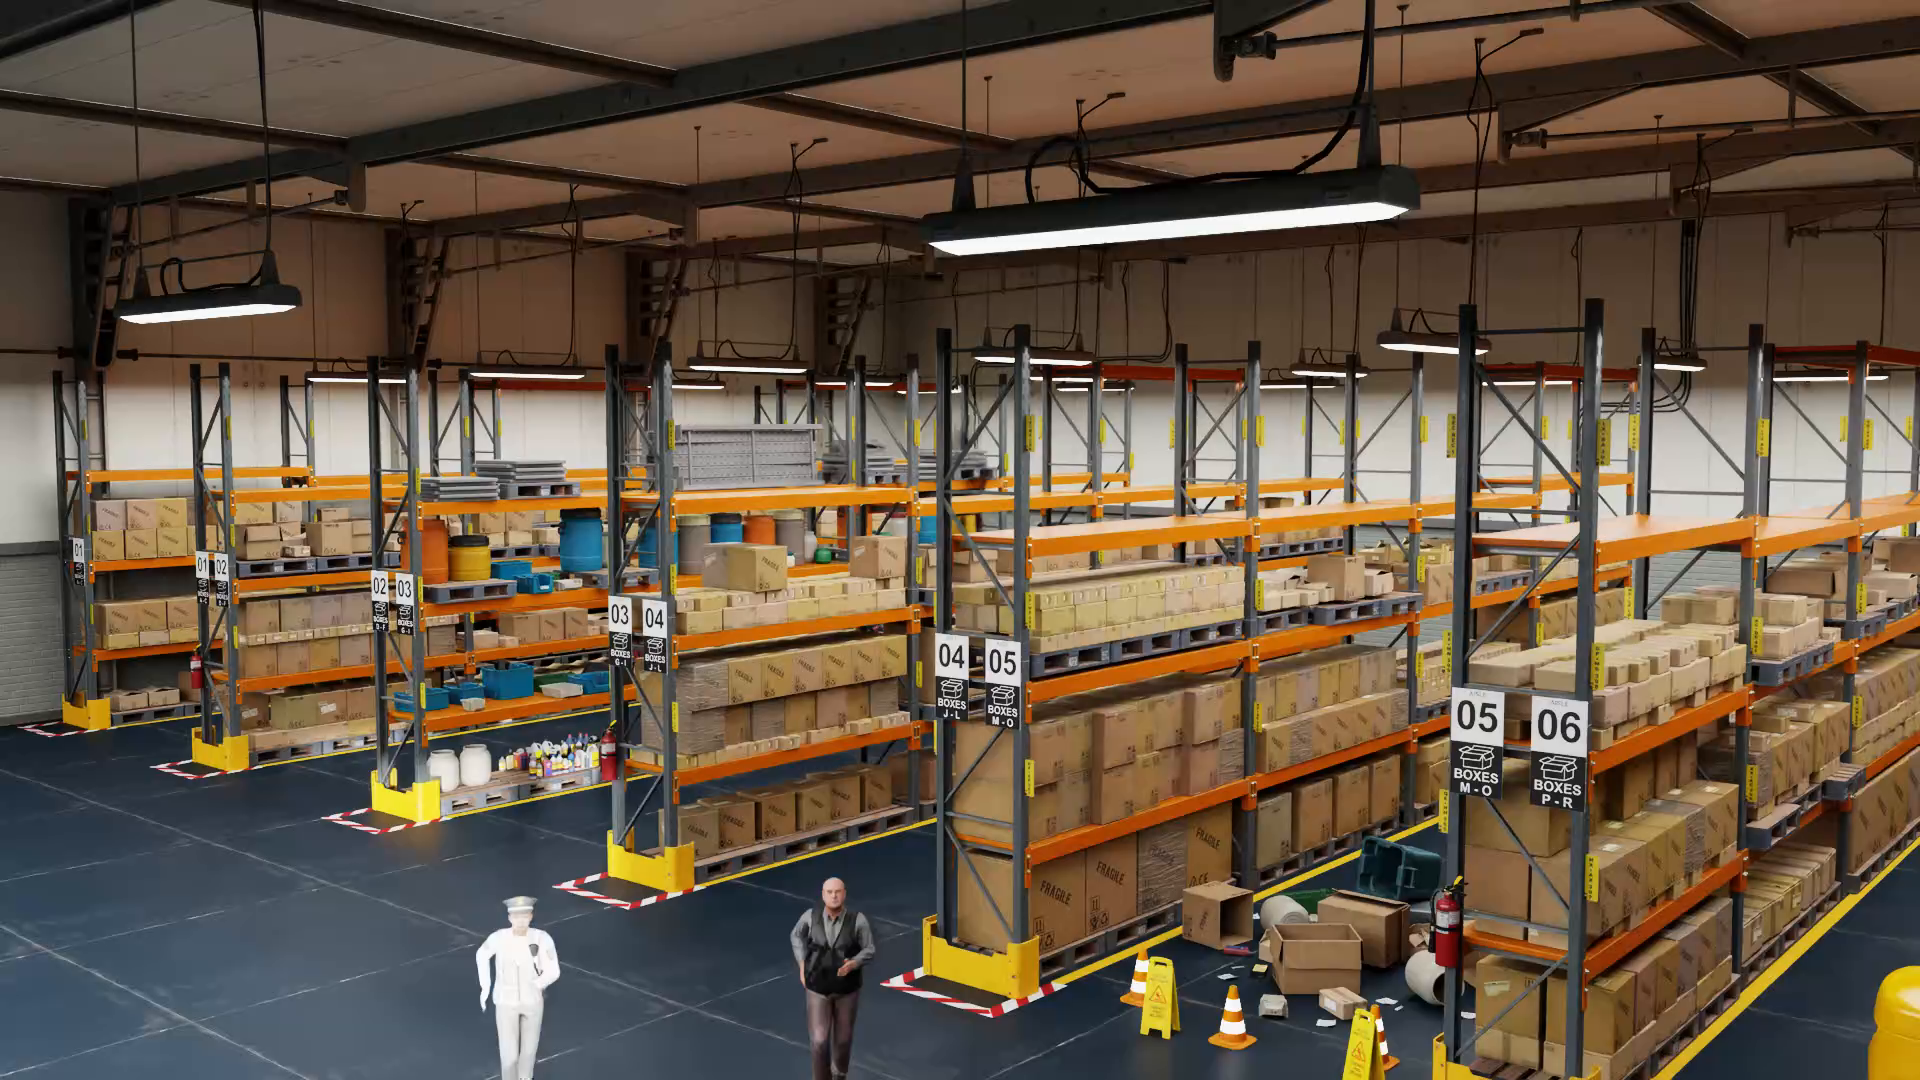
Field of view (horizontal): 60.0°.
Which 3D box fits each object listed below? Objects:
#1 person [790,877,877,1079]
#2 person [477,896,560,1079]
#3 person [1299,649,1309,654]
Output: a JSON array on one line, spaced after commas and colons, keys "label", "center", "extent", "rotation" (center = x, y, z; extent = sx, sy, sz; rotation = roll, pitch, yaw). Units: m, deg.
[{"label": "person", "center": [-0.950, 3.418, 12.501], "extent": [0.650, 1.784, 0.695], "rotation": [0, 4, -5]}, {"label": "person", "center": [-3.240, 3.446, 12.239], "extent": [0.572, 1.707, 0.771], "rotation": [-1, 4, -19]}, {"label": "person", "center": [5.421, 2.496, 26.322], "extent": [0.536, 1.555, 0.544], "rotation": [3, 5, 32]}]
